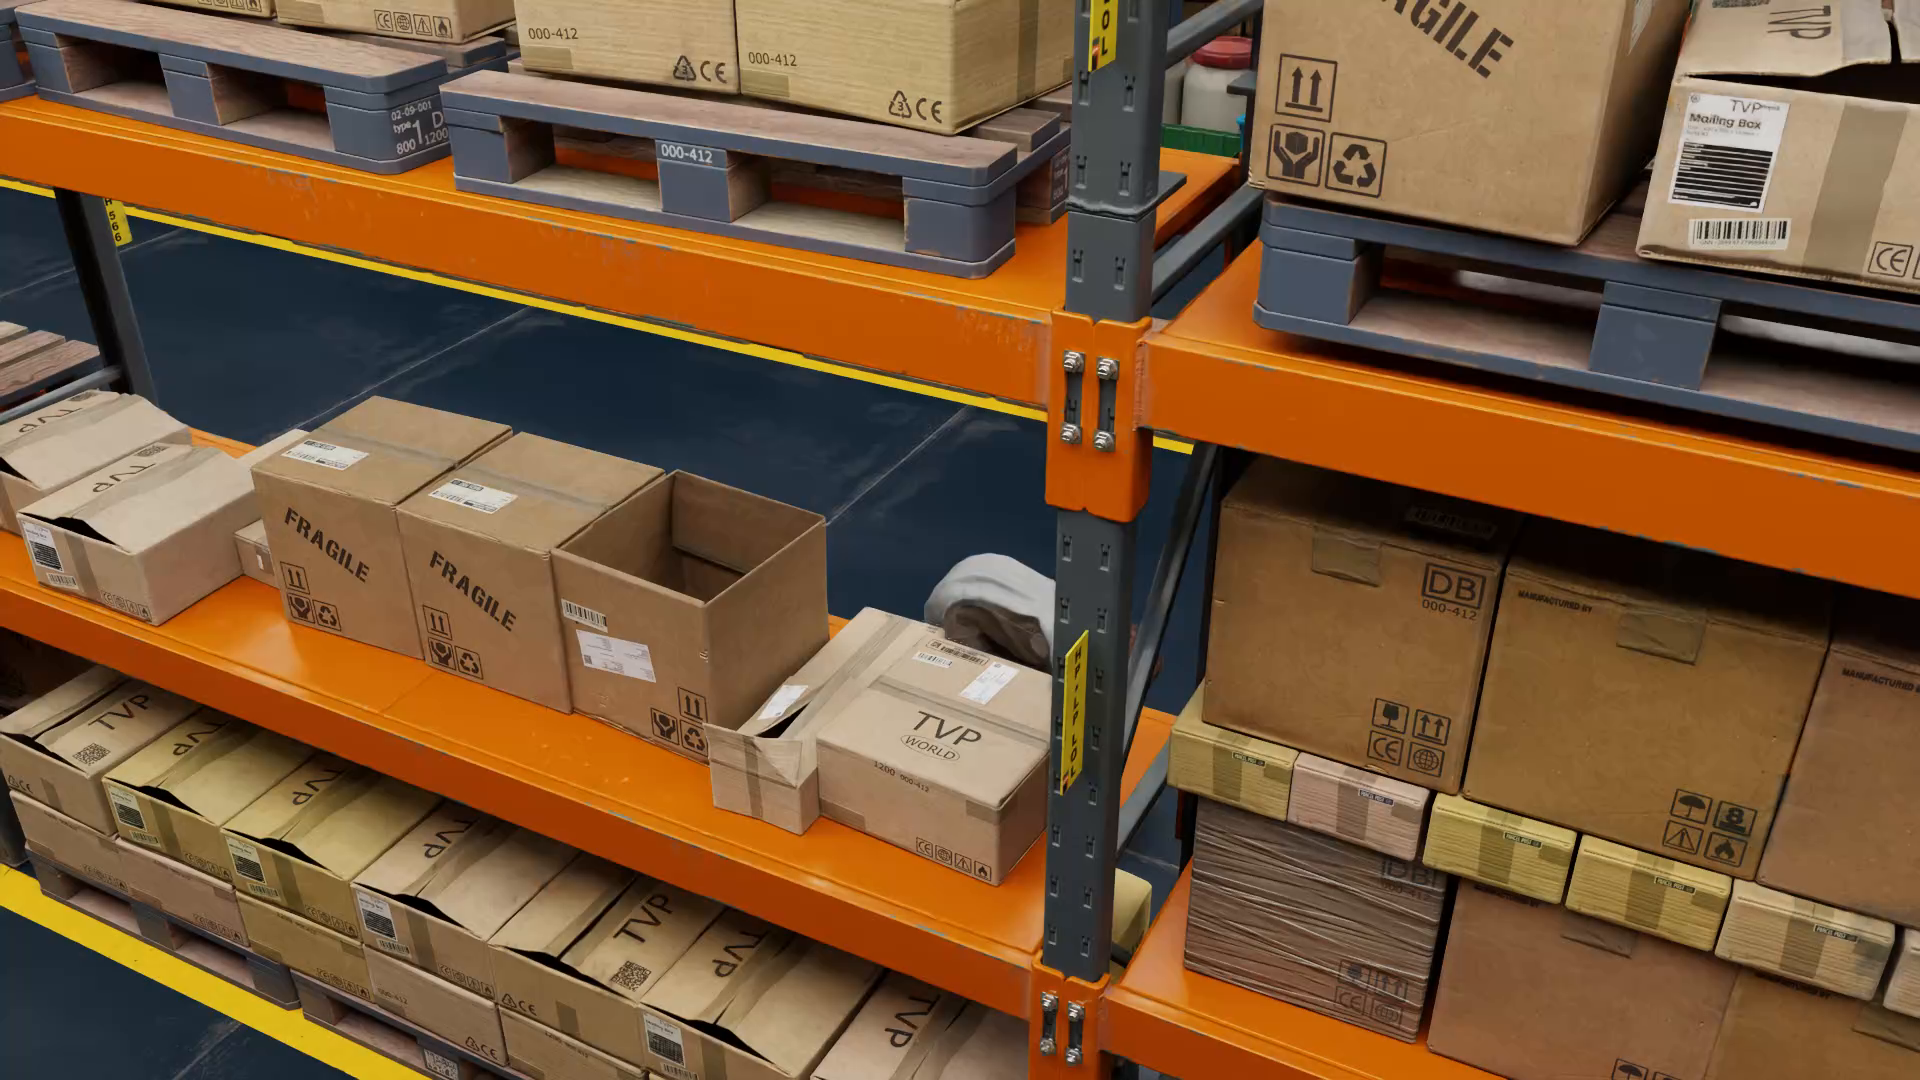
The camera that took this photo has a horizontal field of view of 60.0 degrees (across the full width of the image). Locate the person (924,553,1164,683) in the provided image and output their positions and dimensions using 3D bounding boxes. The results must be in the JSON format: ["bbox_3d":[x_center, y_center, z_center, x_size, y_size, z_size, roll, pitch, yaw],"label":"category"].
[{"bbox_3d":[0.290,0.535,5.872,0.866,0.948,0.411,14,33,22],"label":"person"}]
